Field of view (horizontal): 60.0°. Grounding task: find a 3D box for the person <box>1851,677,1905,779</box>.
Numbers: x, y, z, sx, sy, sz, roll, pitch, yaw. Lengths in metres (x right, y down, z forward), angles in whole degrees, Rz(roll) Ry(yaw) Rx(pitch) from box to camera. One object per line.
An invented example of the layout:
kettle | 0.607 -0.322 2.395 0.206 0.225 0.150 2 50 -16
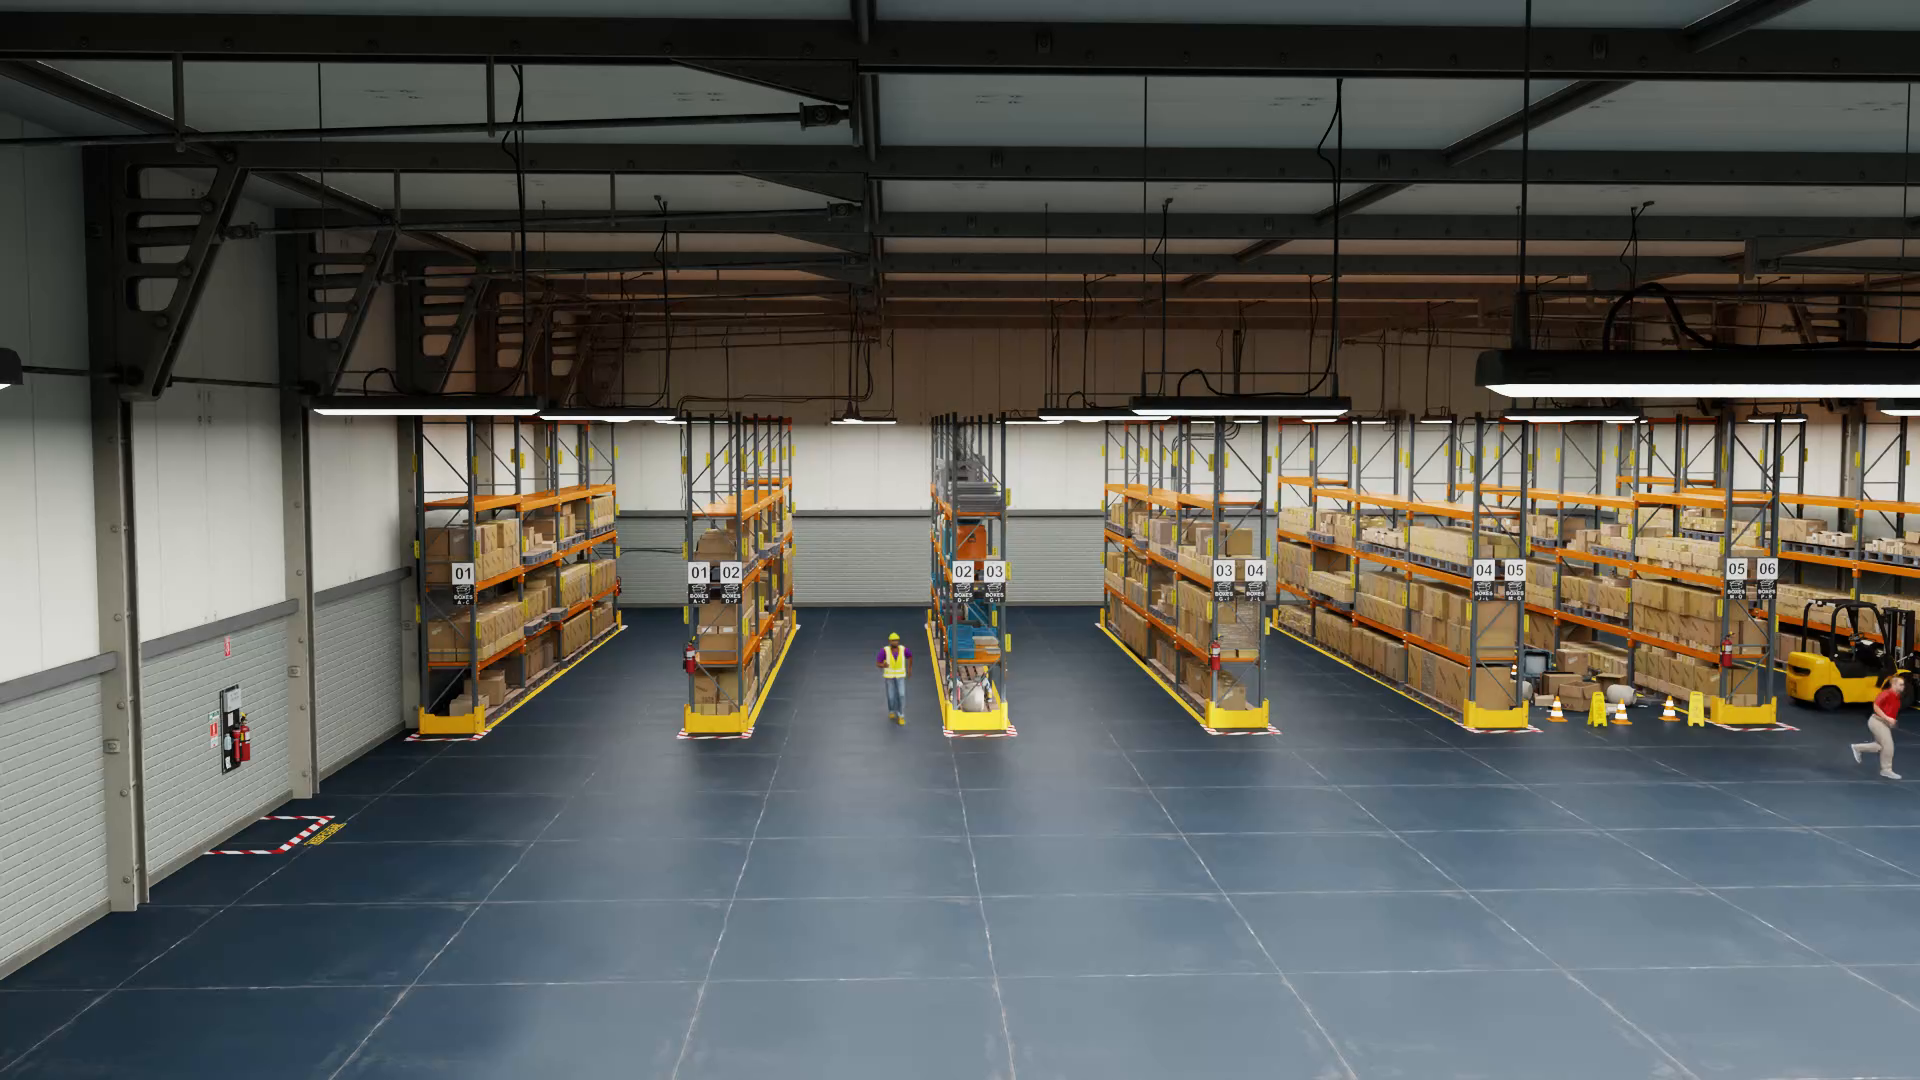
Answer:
person | 15.049 3.046 27.300 0.638 1.677 0.824 -3 5 -36

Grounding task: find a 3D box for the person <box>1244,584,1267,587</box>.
person | 8.536 1.569 48.565 0.885 1.693 0.710 -1 4 -17

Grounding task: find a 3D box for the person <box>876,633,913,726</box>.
person | -1.262 2.675 32.104 0.710 1.789 0.817 0 4 -4

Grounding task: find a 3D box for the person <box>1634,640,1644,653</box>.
person | 16.593 2.156 40.484 0.587 1.636 0.837 -1 4 -8
